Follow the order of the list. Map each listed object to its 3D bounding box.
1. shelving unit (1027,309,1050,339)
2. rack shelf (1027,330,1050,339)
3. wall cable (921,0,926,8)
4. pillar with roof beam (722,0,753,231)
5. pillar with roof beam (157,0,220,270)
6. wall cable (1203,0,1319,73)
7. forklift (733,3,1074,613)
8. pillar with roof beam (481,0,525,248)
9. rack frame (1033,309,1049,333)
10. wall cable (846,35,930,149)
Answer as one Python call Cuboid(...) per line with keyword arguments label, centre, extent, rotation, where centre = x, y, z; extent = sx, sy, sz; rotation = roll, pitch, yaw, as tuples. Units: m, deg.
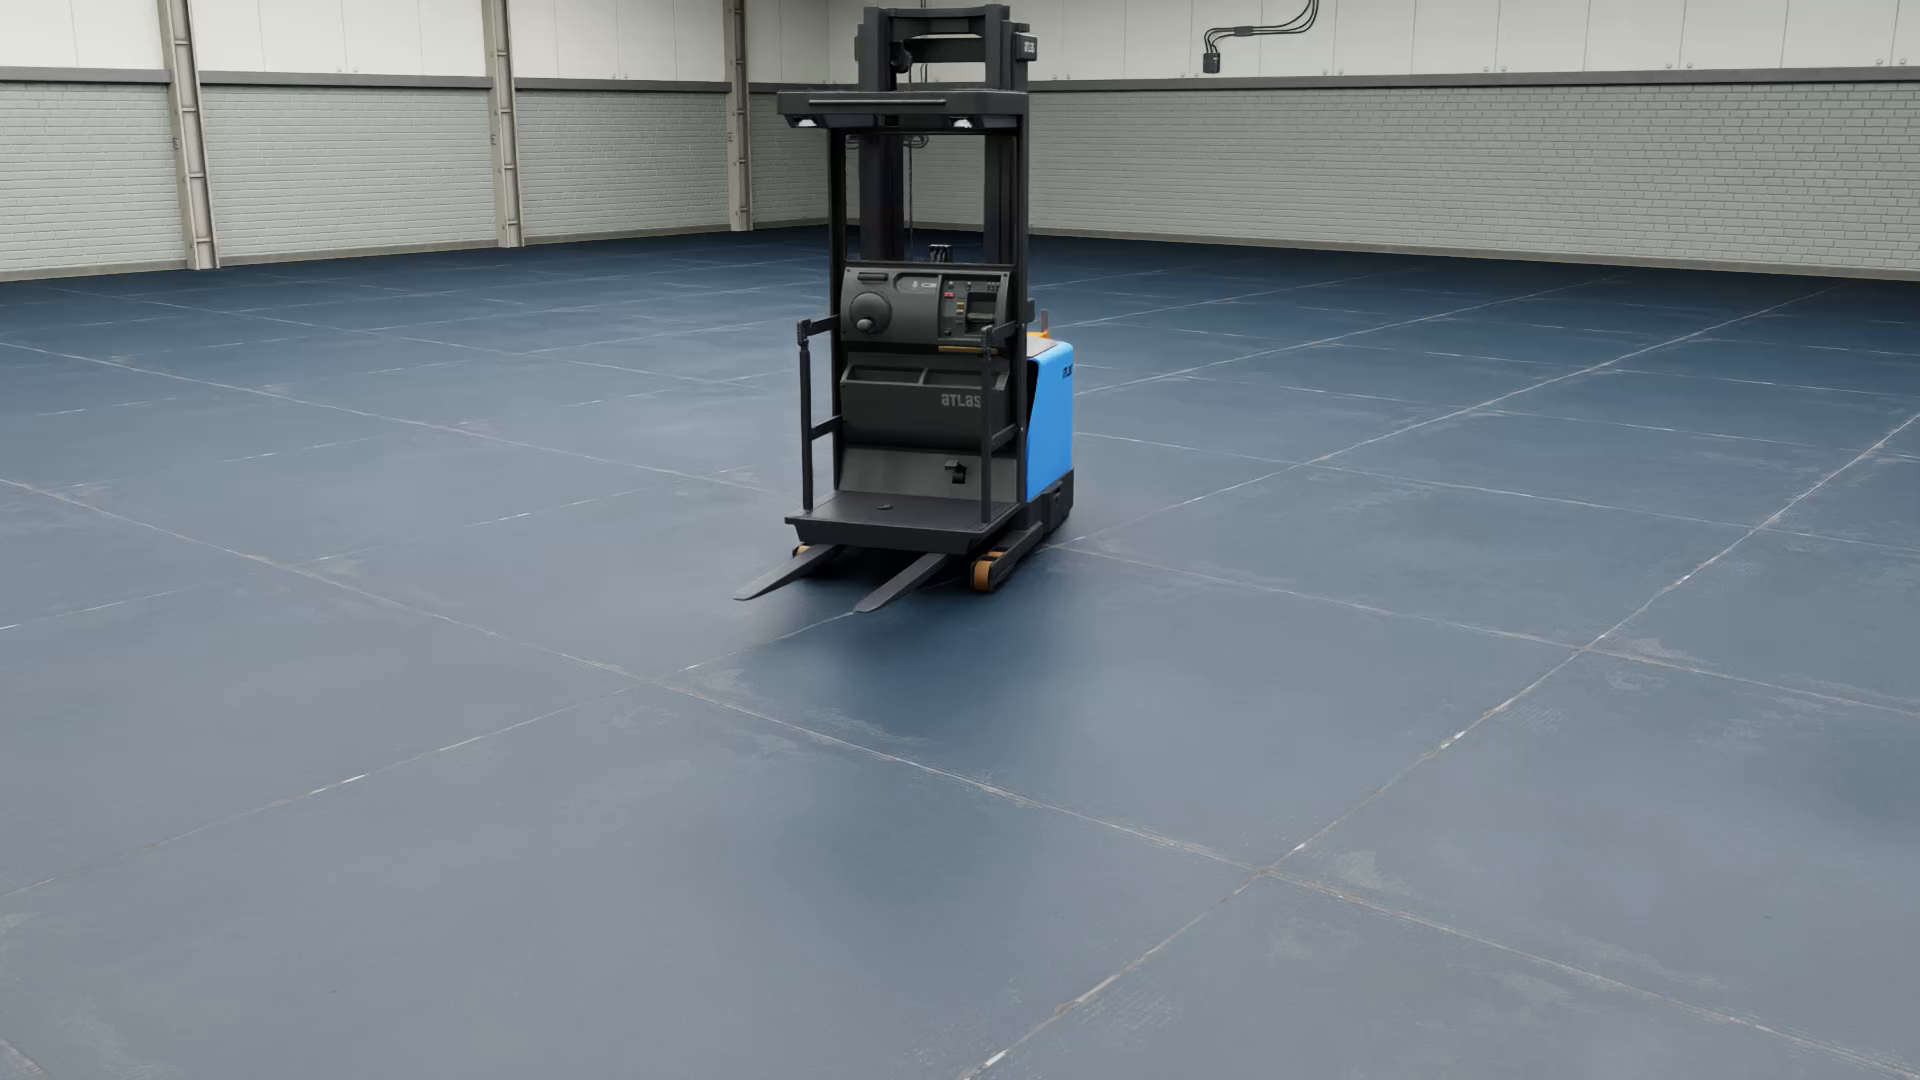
Cuboid(label="shelving unit", centre=(0.200, -0.890, 10.842), extent=(0.538, 1.125, 1.048), rotation=(4, 15, 17))
Cuboid(label="rack shelf", centre=(0.200, -1.174, 10.770), extent=(0.538, 0.278, 1.000), rotation=(4, 15, 17))
Cuboid(label="wall cable", centre=(0.252, -11.953, 34.446), extent=(3.097, 2.526, 0.112), rotation=(11, 18, 38))
Cuboid(label="pillar with roof beam", centre=(-1.384, -10.403, 32.296), extent=(9.100, 9.000, 0.400), rotation=(11, 18, 38))
Cuboid(label="pillar with roof beam", centre=(-8.926, -8.105, 23.250), extent=(9.100, 9.000, 0.400), rotation=(11, 18, 38))
Cuboid(label="wall cable", centre=(5.522, -11.605, 30.120), extent=(2.305, 6.003, 0.169), rotation=(11, 18, 38))
Cuboid(label="forklift", centre=(-0.254, -1.263, 8.641), extent=(1.130, 2.935, 3.031), rotation=(5, 15, 18))
Cuboid(label="pillar with roof beam", centre=(-5.155, -9.254, 27.773), extent=(9.100, 9.000, 0.400), rotation=(11, 18, 38))
Cuboid(label="rack frame", centre=(0.351, -1.010, 11.313), extent=(0.500, 1.125, 0.032), rotation=(4, 15, 17))
Cuboid(label="wall cable", centre=(-1.852, -9.924, 36.716), extent=(3.097, 2.526, 0.112), rotation=(11, 18, 38))
